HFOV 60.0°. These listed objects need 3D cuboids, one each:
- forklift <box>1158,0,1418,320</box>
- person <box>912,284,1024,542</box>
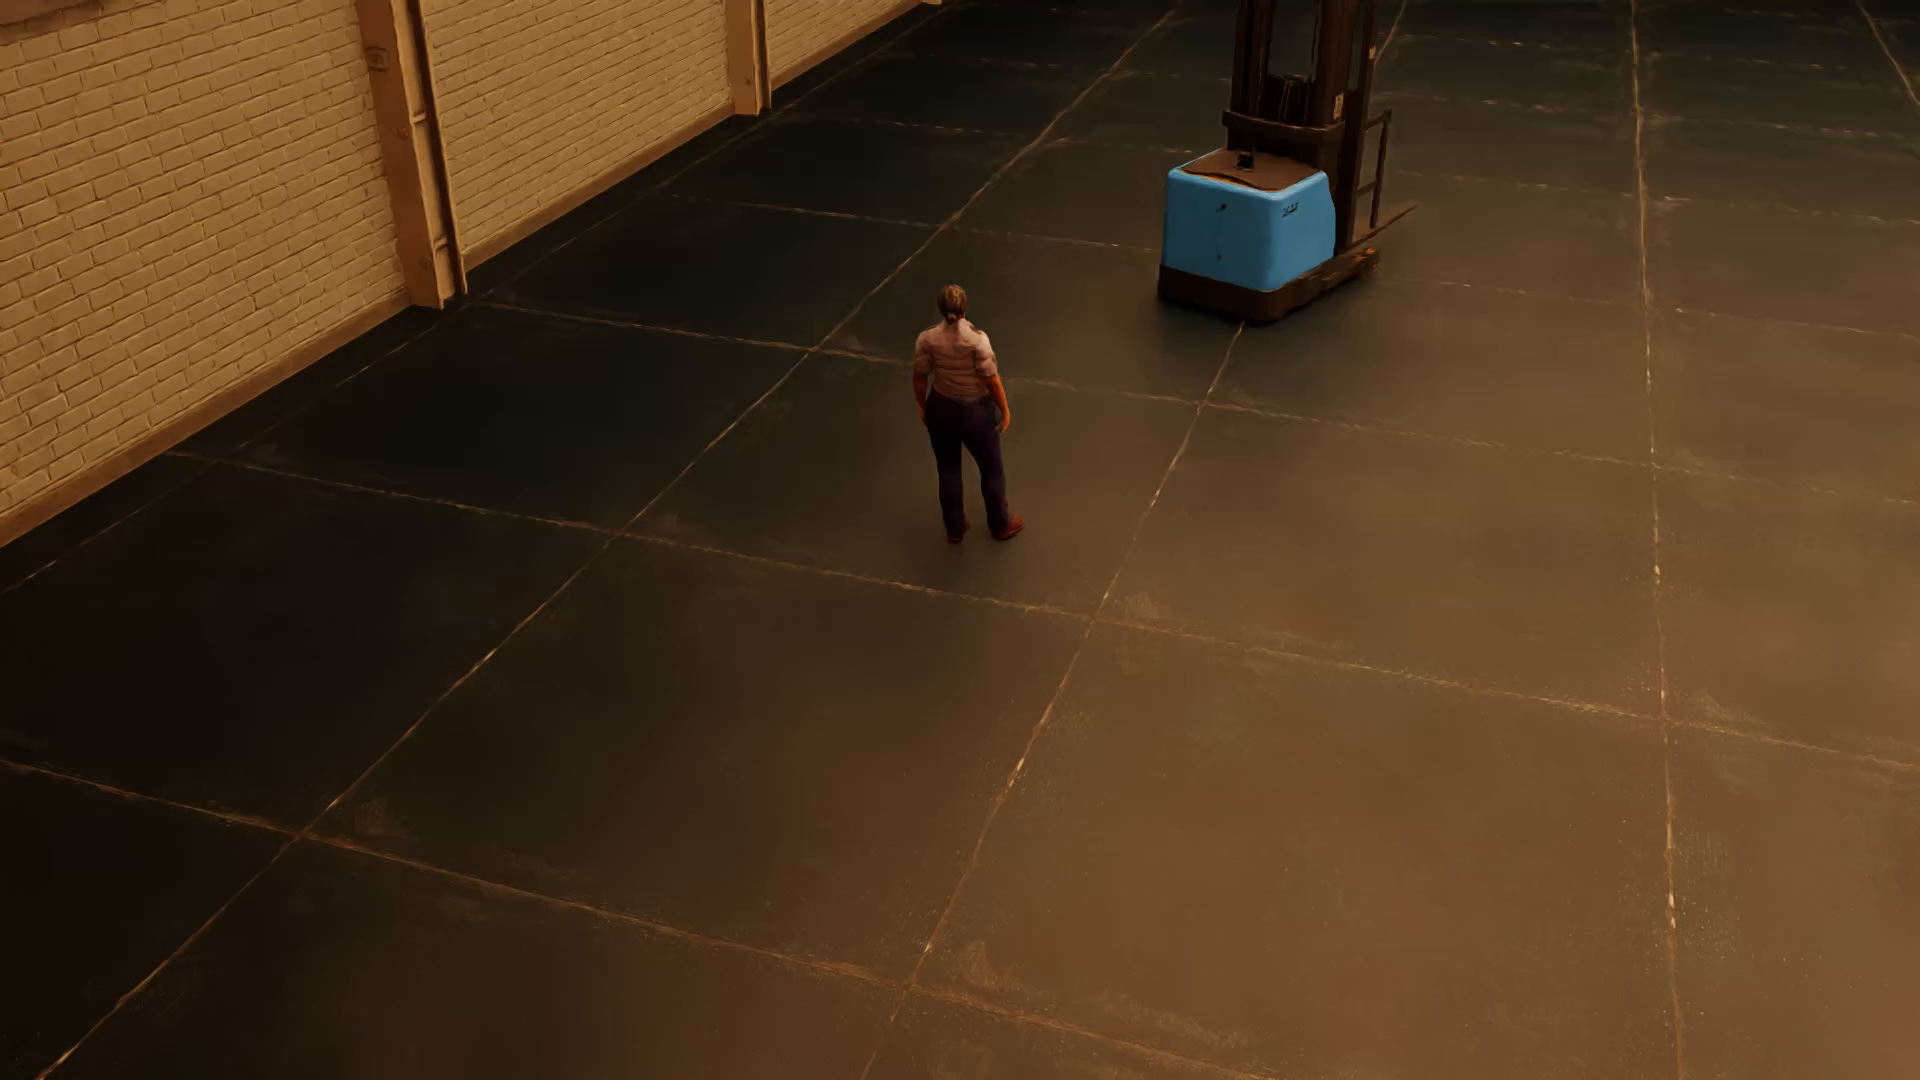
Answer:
[{"bbox_3d":[2.922,-3.646,13.532,1.130,2.935,3.031,22,36,33],"label":"forklift"},{"bbox_3d":[0.051,-0.760,9.752,0.599,1.650,0.502,10,31,16],"label":"person"}]
